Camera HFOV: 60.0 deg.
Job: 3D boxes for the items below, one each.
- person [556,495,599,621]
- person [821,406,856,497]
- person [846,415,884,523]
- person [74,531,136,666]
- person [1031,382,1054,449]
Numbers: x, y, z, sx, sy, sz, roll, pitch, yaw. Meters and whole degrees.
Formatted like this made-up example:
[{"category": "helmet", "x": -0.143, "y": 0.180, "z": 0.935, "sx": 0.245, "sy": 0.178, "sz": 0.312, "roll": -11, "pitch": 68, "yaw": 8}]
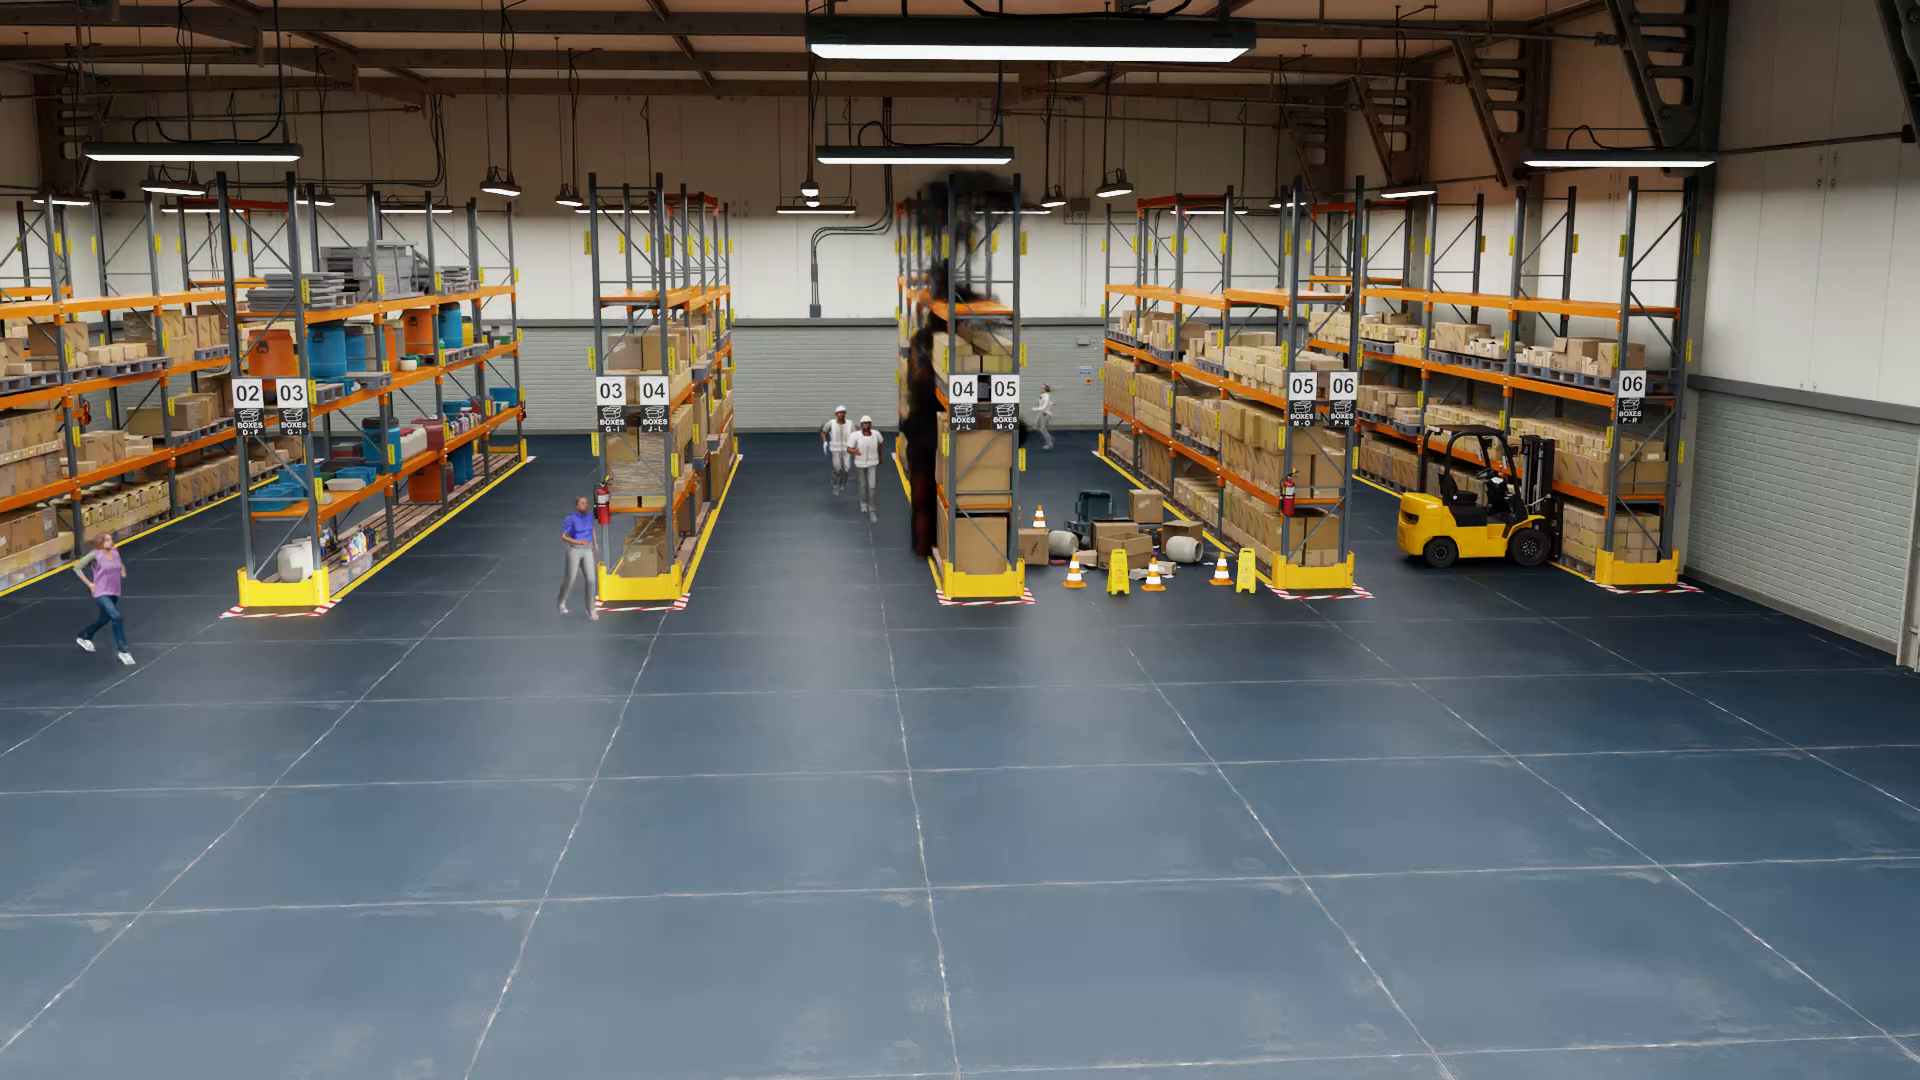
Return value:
[{"category": "person", "x": -5.171, "y": 0.233, "z": 22.642, "sx": 0.606, "sy": 1.714, "sz": 0.768, "roll": -9, "pitch": 13, "yaw": -42}, {"category": "person", "x": -2.302, "y": -1.703, "z": 32.168, "sx": 0.668, "sy": 1.779, "sz": 0.631, "roll": -3, "pitch": 10, "yaw": -17}, {"category": "person", "x": -1.660, "y": -1.261, "z": 29.240, "sx": 0.676, "sy": 1.872, "sz": 0.746, "roll": -1, "pitch": 10, "yaw": -6}, {"category": "person", "x": -10.417, "y": 0.694, "z": 20.243, "sx": 0.915, "sy": 1.632, "sz": 0.506, "roll": 3, "pitch": 10, "yaw": 14}, {"category": "person", "x": 2.052, "y": -3.099, "z": 41.443, "sx": 0.568, "sy": 1.652, "sz": 0.598, "roll": -1, "pitch": 10, "yaw": -4}]
